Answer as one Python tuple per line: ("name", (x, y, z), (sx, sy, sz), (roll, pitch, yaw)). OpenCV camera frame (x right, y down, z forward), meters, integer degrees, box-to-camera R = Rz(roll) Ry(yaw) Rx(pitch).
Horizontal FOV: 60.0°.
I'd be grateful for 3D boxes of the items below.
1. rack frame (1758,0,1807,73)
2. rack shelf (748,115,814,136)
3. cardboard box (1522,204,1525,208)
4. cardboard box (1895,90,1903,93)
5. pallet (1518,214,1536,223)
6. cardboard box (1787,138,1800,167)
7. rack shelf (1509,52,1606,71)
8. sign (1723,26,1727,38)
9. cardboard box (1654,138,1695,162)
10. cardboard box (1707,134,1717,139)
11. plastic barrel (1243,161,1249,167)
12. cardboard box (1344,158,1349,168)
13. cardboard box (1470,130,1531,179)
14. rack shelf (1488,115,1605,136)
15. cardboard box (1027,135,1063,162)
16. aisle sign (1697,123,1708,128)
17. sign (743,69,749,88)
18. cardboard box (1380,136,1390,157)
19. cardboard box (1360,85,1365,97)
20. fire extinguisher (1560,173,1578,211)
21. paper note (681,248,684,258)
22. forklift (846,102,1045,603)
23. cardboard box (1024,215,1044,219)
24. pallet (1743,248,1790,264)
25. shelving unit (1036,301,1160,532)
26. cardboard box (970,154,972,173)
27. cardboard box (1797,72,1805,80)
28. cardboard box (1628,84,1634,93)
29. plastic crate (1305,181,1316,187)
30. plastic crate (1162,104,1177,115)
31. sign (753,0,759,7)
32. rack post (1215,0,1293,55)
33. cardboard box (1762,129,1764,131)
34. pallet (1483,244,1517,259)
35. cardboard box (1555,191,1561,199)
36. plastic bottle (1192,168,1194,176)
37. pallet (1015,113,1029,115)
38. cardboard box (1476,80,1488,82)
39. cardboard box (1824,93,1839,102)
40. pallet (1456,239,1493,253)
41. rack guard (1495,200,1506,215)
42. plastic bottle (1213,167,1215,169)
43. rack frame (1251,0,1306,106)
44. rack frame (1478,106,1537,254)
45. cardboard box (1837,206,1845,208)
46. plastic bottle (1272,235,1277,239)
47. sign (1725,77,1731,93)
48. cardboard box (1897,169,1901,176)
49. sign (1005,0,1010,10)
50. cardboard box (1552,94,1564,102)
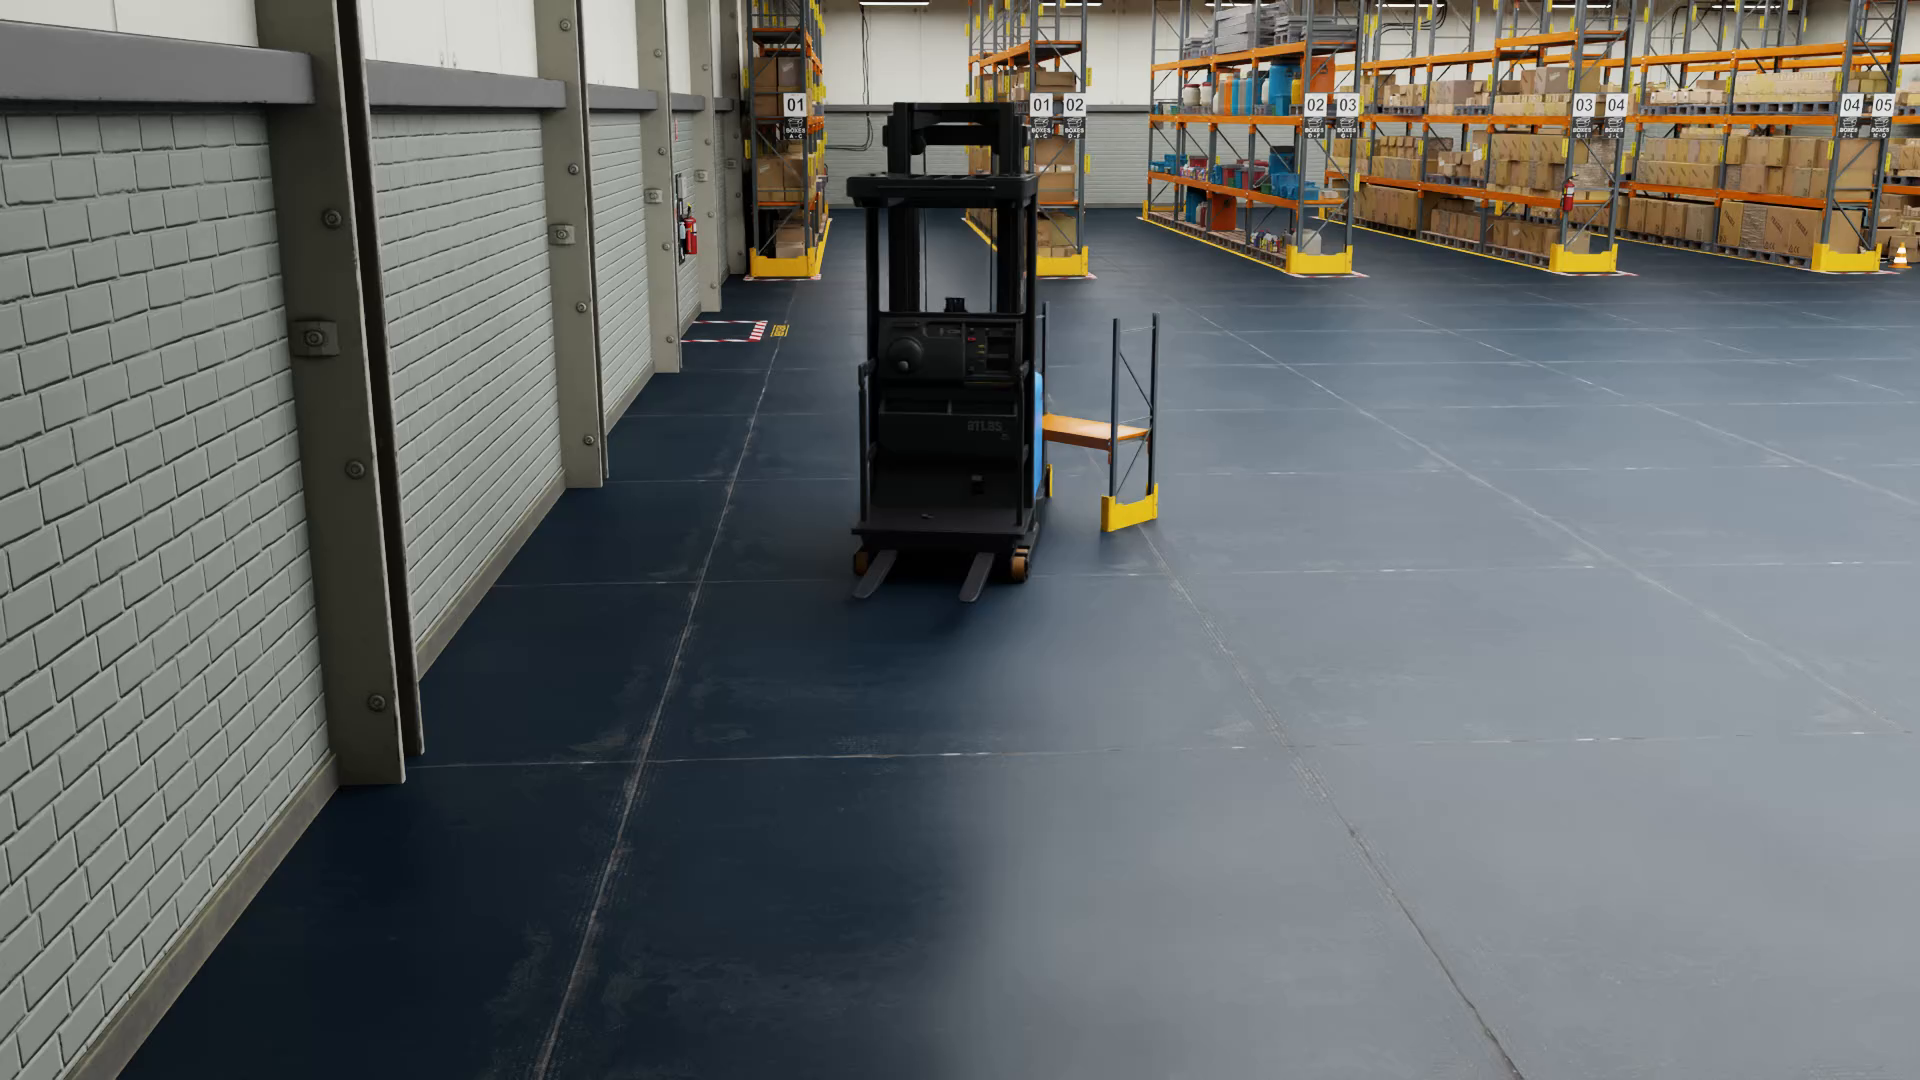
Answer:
("rack frame", (20.770, -12.504, 42.064), (1.000, 3.000, 0.127), (-1, 14, -3))
("rack shelf", (-3.333, -7.833, 31.375), (1.077, 0.370, 4.000), (-1, 14, -3))
("cardboard box", (15.447, -9.066, 45.022), (0.380, 0.149, 0.250), (-2, 15, -6))
("cardboard box", (25.352, -11.945, 44.611), (0.500, 0.250, 0.500), (0, 14, -2))
("pallet", (15.680, -8.617, 44.593), (1.003, 0.211, 1.213), (-1, 14, -3))
("cardboard box", (16.570, -7.478, 32.101), (0.875, 0.550, 0.550), (-1, 14, -3))
("rack shelf", (15.712, -12.550, 43.692), (1.077, 0.370, 4.000), (-1, 14, -3))
("sign", (21.065, -13.994, 45.823), (0.100, 0.325, 0.005), (-1, 14, -3))
("cardboard box", (16.134, -8.797, 37.490), (0.700, 0.500, 0.500), (-1, 14, -4))
("cardboard box", (20.378, -10.622, 44.581), (0.500, 0.500, 0.500), (-1, 14, -3))
("plastic barrel", (6.461, -8.176, 37.058), (0.421, 0.512, 0.421), (0, 14, 0))
("cardboard box", (10.496, -10.004, 44.093), (0.500, 0.250, 0.500), (-1, 14, -5))
("cardboard box", (11.465, -8.149, 35.133), (1.000, 1.000, 1.000), (-1, 14, -3))
("rack shelf", (11.499, -8.063, 32.267), (1.077, 0.370, 4.000), (-1, 14, -3))
("cardboard box", (1.646, -7.371, 31.351), (0.700, 0.500, 0.500), (-1, 14, -3))
("aisle sign", (20.827, -11.875, 46.442), (0.394, 0.787, 0.004), (-1, 14, -3))
("sign", (-3.764, -8.109, 29.228), (0.100, 0.325, 0.005), (-1, 14, -3))
("cardboard box", (10.927, -9.821, 41.462), (0.797, 0.503, 0.637), (-1, 14, -5))
("cardboard box", (10.742, -11.526, 43.039), (0.700, 0.500, 0.500), (0, 14, -1))
("fire extinguisher", (11.170, -6.388, 30.489), (0.296, 0.674, 0.183), (-1, 14, -3))
("paper note", (-3.687, -3.813, 22.095), (0.016, 0.148, 0.142), (-1, 14, -3))
("forklift", (-0.085, -1.244, 10.479), (1.130, 2.935, 3.031), (2, 15, 7))
("cardboard box", (1.328, -5.921, 31.690), (0.500, 0.500, 0.500), (-1, 14, -3))
("pallet", (16.379, -5.662, 33.110), (1.003, 0.211, 1.213), (-1, 14, -3))
("shelving unit", (0.854, -0.929, 12.125), (1.083, 1.500, 0.587), (13, 19, 41))
("cardboard box", (0.546, -10.094, 44.537), (0.500, 0.500, 0.500), (-1, 14, -4))
("cardboard box", (16.158, -8.812, 31.597), (0.380, 0.149, 0.250), (-1, 14, -3))
("cardboard box", (15.753, -10.598, 38.939), (0.396, 0.266, 0.258), (-1, 14, -3))
("plastic crate", (6.771, -7.036, 33.152), (0.499, 0.251, 0.616), (-1, 14, -3))
("plastic crate", (5.517, -11.203, 43.266), (0.437, 0.282, 0.530), (-1, 14, -3))
("sign", (-4.010, -10.651, 32.670), (0.100, 0.325, 0.005), (-1, 14, -3))
("rack post", (6.224, -10.870, 35.313), (1.013, 1.000, 3.121), (-1, 14, -3))
("cardboard box", (20.978, -10.591, 43.161), (0.380, 0.149, 0.250), (-1, 14, -3))
("pallet", (11.452, -5.939, 34.184), (1.003, 0.211, 1.213), (-1, 14, -3))
("cardboard box", (11.384, -6.469, 31.154), (0.380, 0.149, 0.250), (-1, 14, -3))
("plastic bottle", (5.642, -8.844, 40.138), (0.097, 0.271, 0.097), (0, 14, 0))
("pallet", (1.420, -8.883, 34.395), (0.805, 0.209, 1.217), (-1, 15, -6))
("cardboard box", (11.464, -9.828, 36.481), (0.500, 0.500, 0.500), (-1, 14, -2))
("cardboard box", (16.221, -8.173, 30.711), (0.380, 0.149, 0.250), (-1, 14, -4))
("pallet", (11.325, -6.299, 35.584), (1.003, 0.211, 1.213), (-1, 14, -3))
("rack guard", (15.593, -9.262, 46.521), (1.175, 0.500, 0.348), (-1, 14, -3))
("plastic bottle", (6.213, -8.991, 40.708), (0.097, 0.271, 0.097), (0, 14, 0))
("rack frame", (6.432, -10.285, 33.439), (1.000, 3.000, 0.127), (-1, 14, -3))
("rack frame", (11.375, -7.456, 34.484), (1.000, 3.000, 0.127), (-1, 14, -3))
("cardboard box", (21.058, -7.951, 39.830), (0.875, 0.875, 0.875), (-1, 14, -4))
("plastic bottle", (6.252, -5.922, 33.106), (0.152, 0.276, 0.135), (-1, 14, -3))
("sign", (15.791, -9.352, 34.165), (0.100, 0.325, 0.005), (-1, 14, -3))
("cardboard box", (20.996, -8.135, 36.786), (0.380, 0.149, 0.250), (-1, 14, -5))
("sign", (0.947, -10.688, 32.975), (0.100, 0.325, 0.005), (-1, 14, -3))
("cardboard box", (11.269, -8.231, 30.979), (0.380, 0.149, 0.250), (-2, 15, -6))
